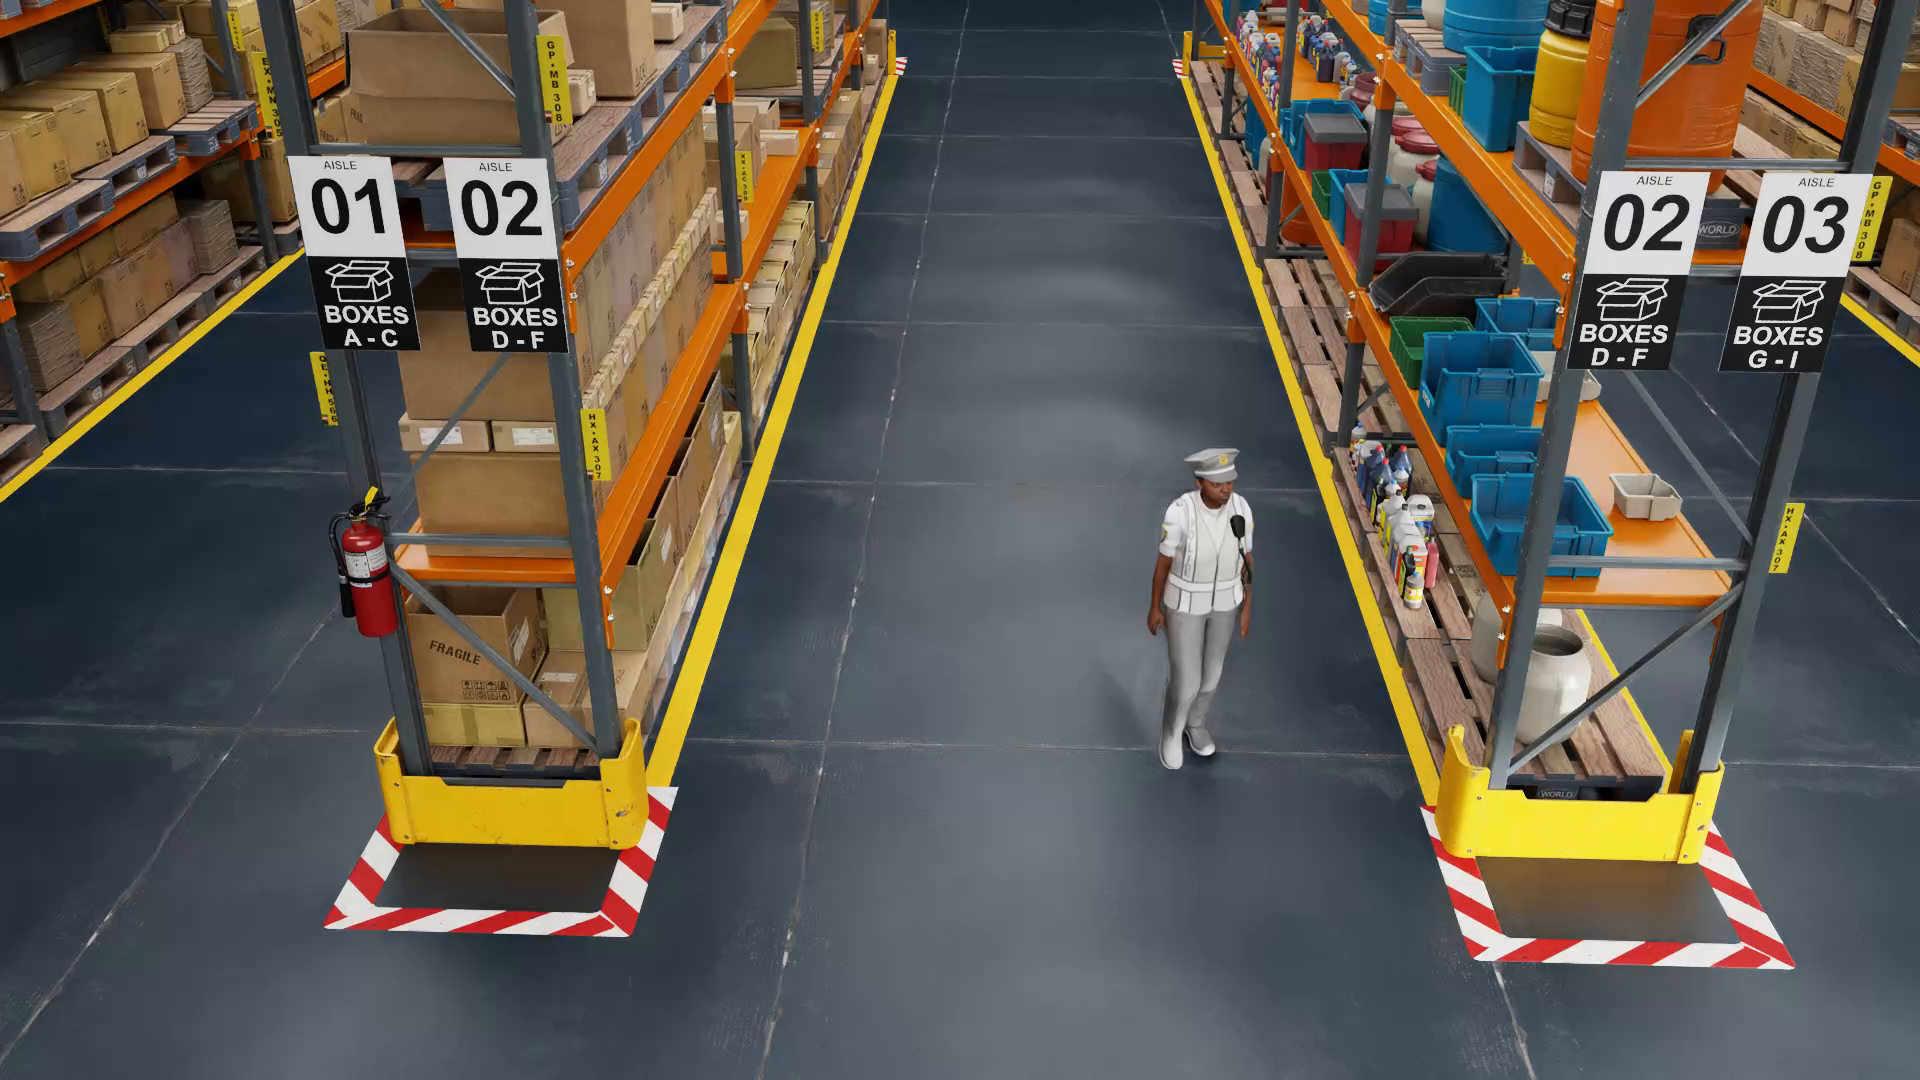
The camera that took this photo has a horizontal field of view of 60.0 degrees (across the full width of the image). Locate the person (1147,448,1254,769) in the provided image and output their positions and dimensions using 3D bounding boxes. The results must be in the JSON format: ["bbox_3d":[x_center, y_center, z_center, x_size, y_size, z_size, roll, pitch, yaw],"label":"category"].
[{"bbox_3d":[1.165,0.342,7.950,0.483,1.734,0.466,-7,29,-13],"label":"person"}]
